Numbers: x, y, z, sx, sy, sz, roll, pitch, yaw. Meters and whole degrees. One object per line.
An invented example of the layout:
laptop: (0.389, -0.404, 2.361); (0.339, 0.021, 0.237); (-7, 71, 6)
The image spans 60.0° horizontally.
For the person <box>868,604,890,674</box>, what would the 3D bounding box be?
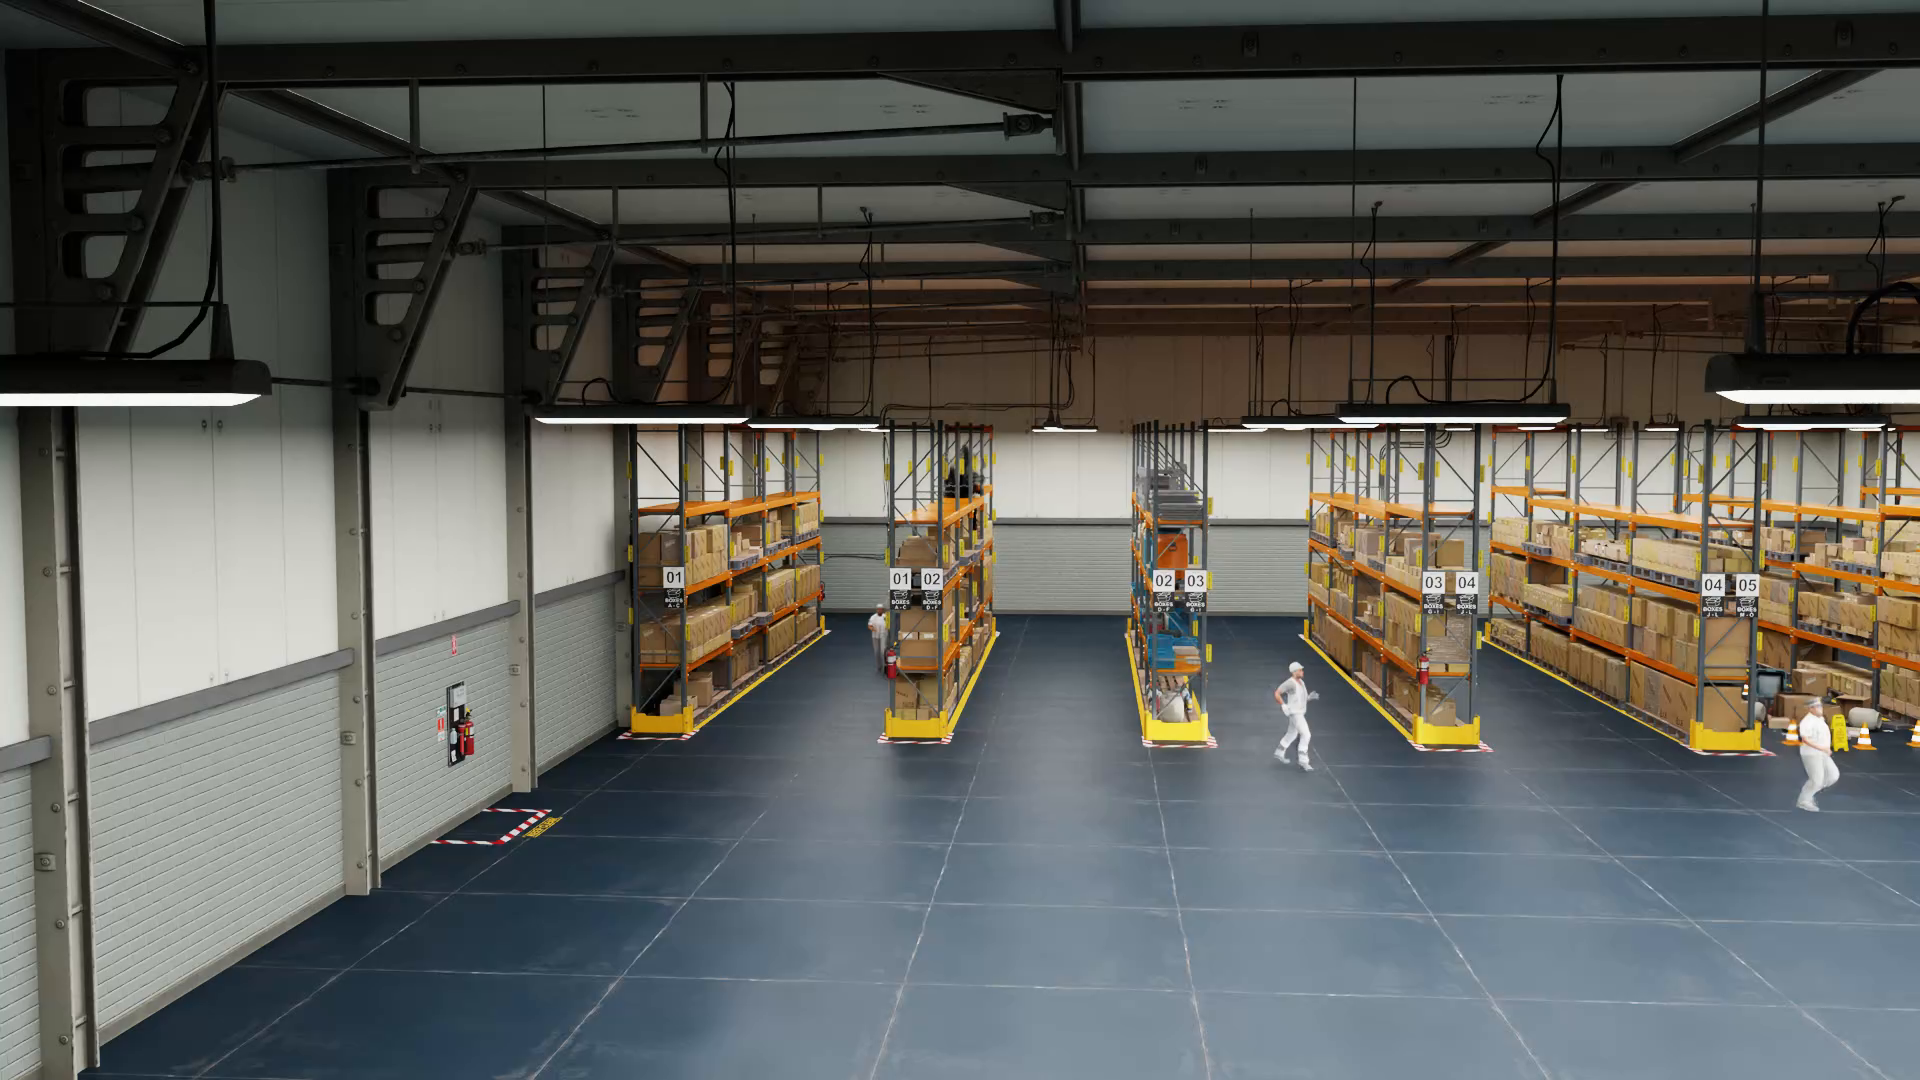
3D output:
person: (-1.913, 2.388, 39.892); (0.586, 1.723, 0.711); (0, 4, 7)

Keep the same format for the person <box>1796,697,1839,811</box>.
person: (13.066, 3.249, 25.314); (0.674, 1.745, 0.551); (-3, 5, -42)

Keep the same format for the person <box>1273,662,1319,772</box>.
person: (5.748, 3.017, 28.512); (0.801, 1.847, 0.649); (2, 4, 29)
